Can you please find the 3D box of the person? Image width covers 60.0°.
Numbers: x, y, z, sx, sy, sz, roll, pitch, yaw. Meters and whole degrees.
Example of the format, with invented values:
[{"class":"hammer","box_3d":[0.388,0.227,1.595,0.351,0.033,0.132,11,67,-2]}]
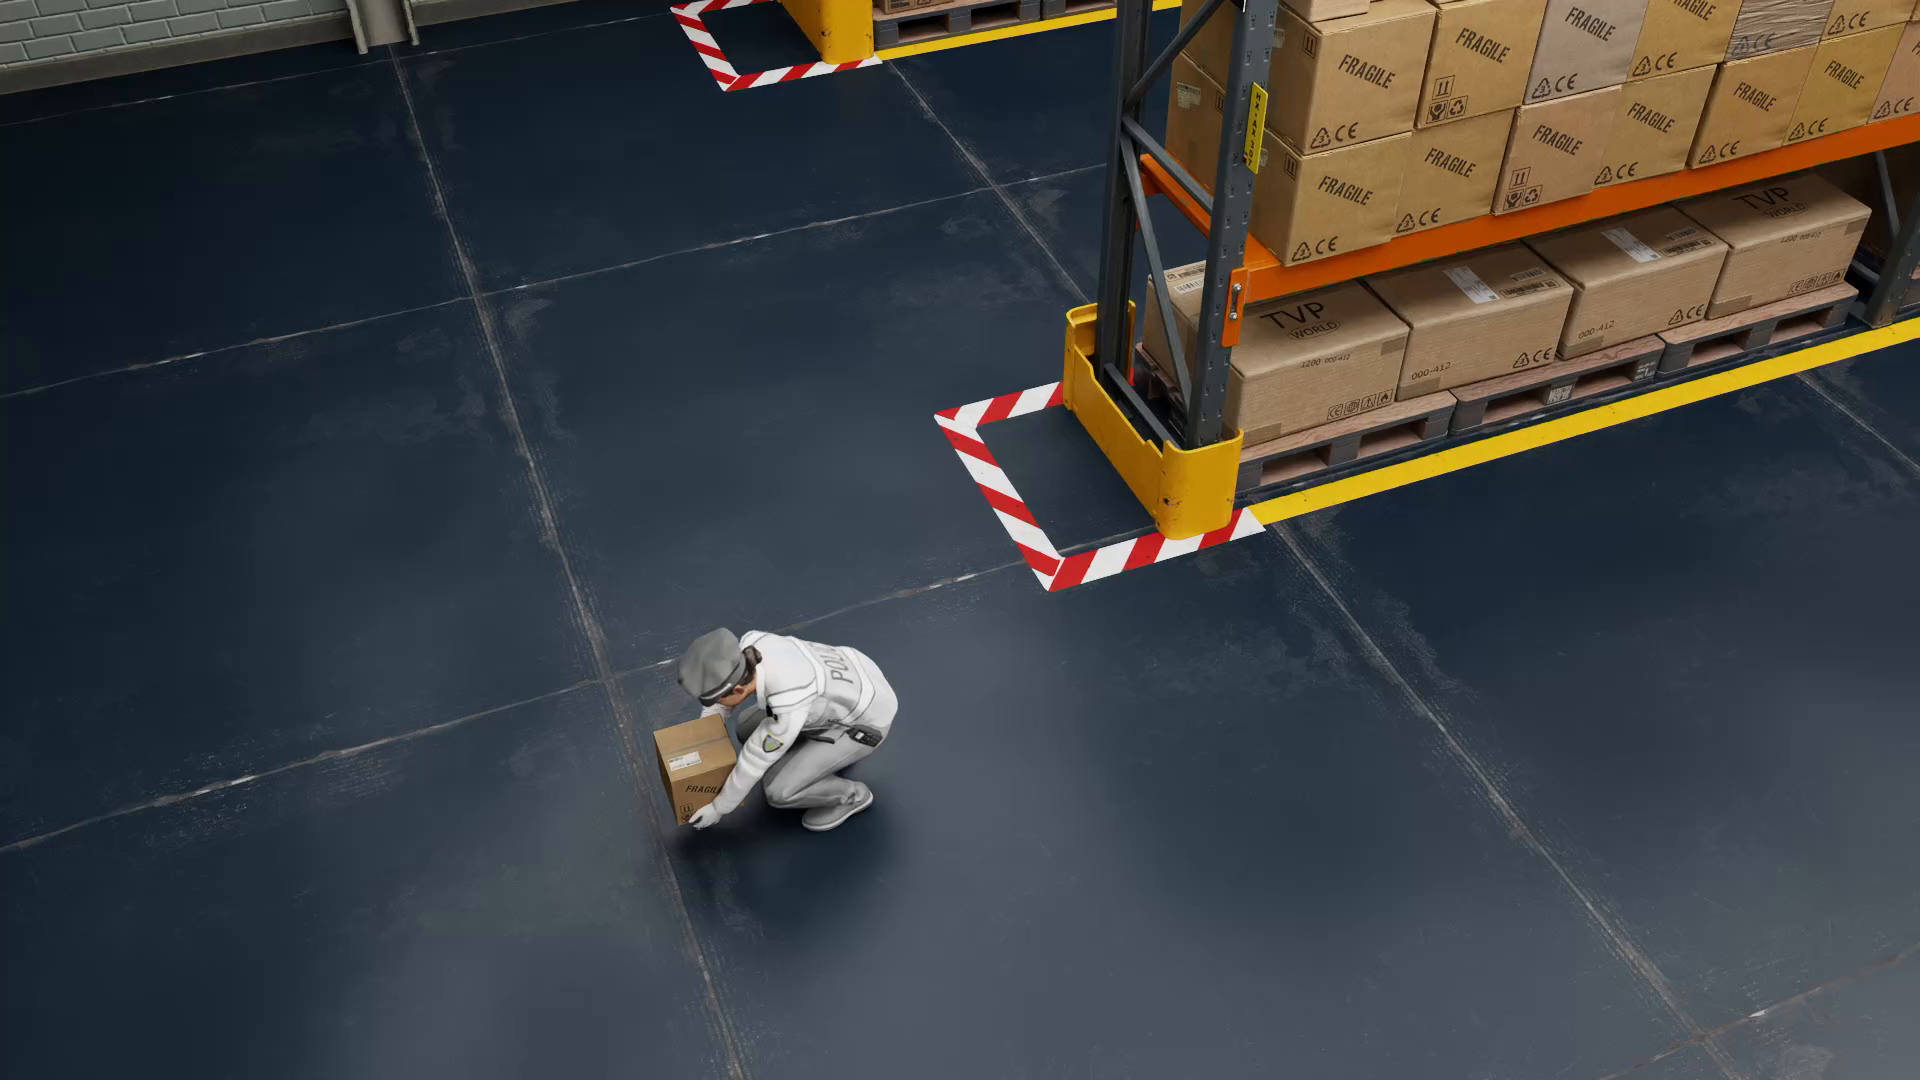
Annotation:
[{"class":"person","box_3d":[-0.634,0.635,5.981,0.834,0.977,0.469,-16,44,-17]}]
